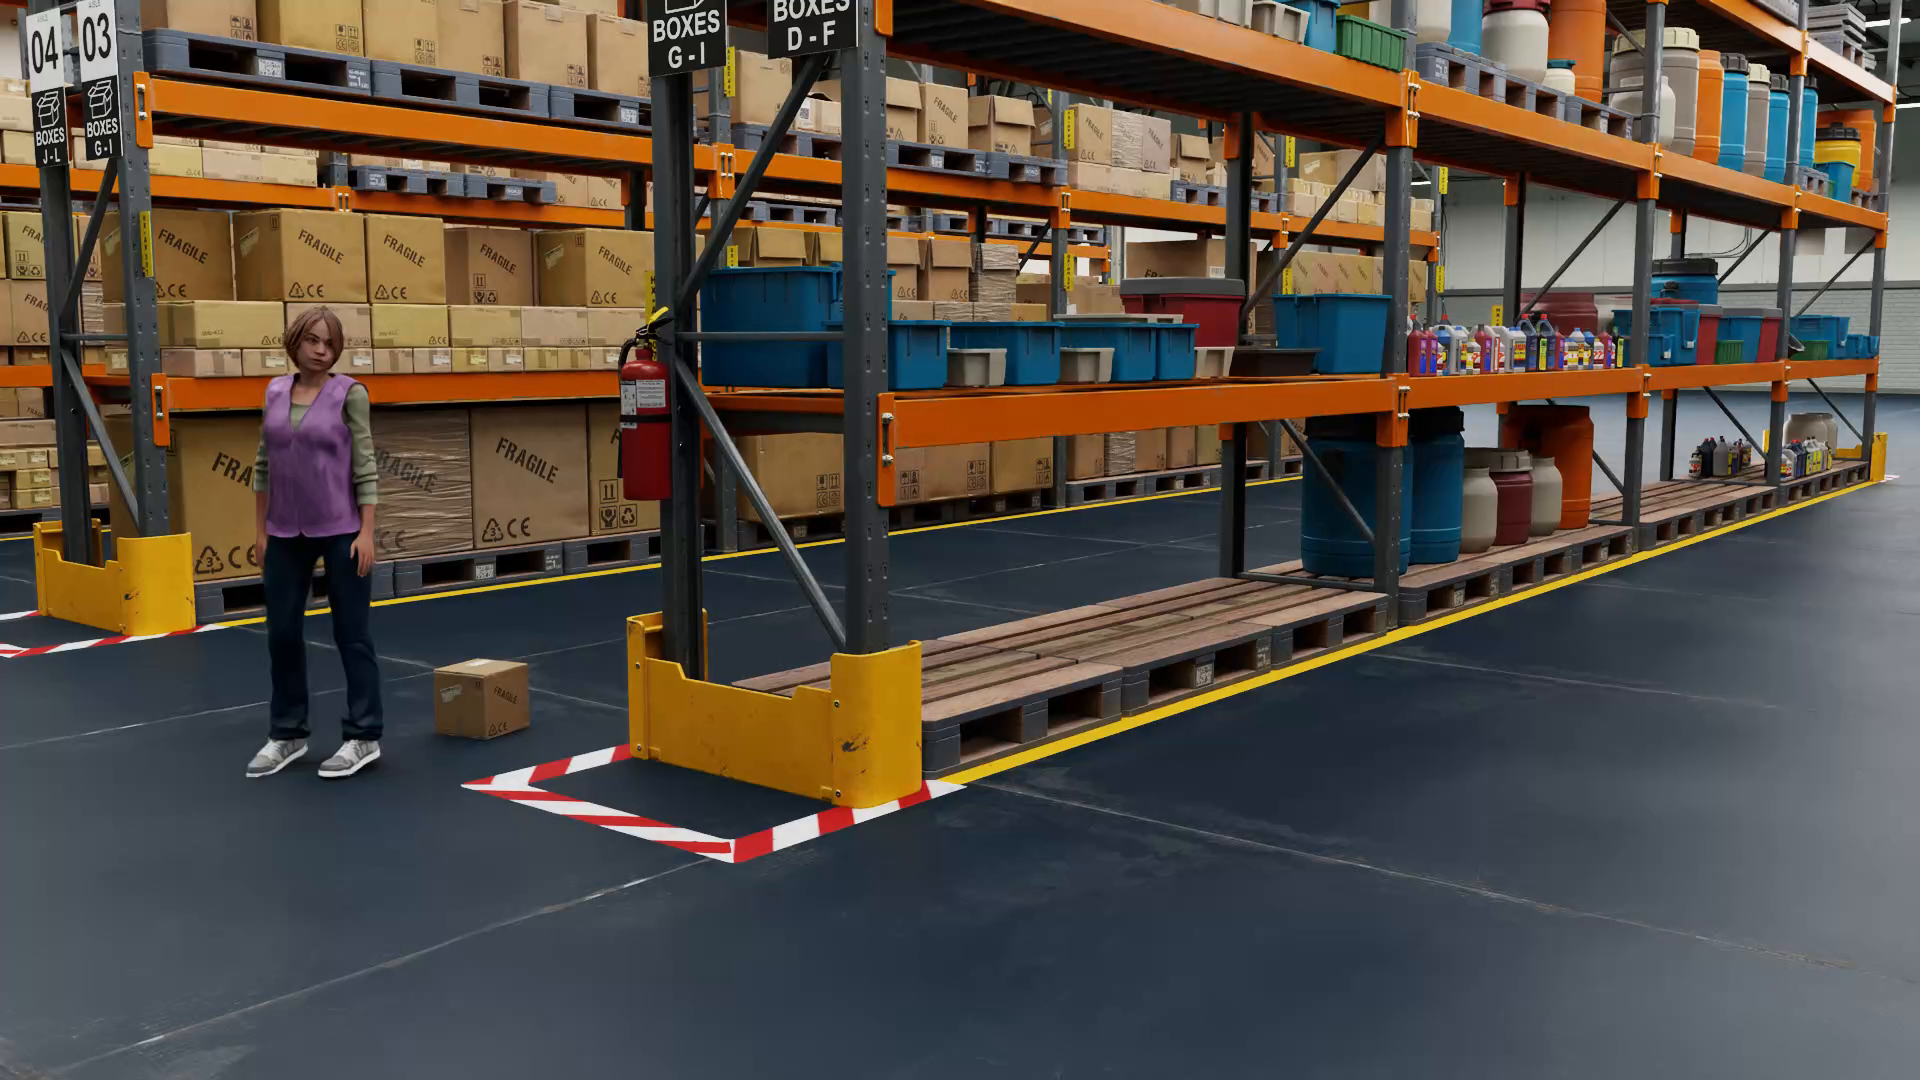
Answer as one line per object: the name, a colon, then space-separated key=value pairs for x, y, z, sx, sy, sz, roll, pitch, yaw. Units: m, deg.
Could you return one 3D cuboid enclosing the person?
person: x=-2.236 y=0.010 z=5.760 sx=0.476 sy=1.620 sz=0.340 roll=1 pitch=7 yaw=5
